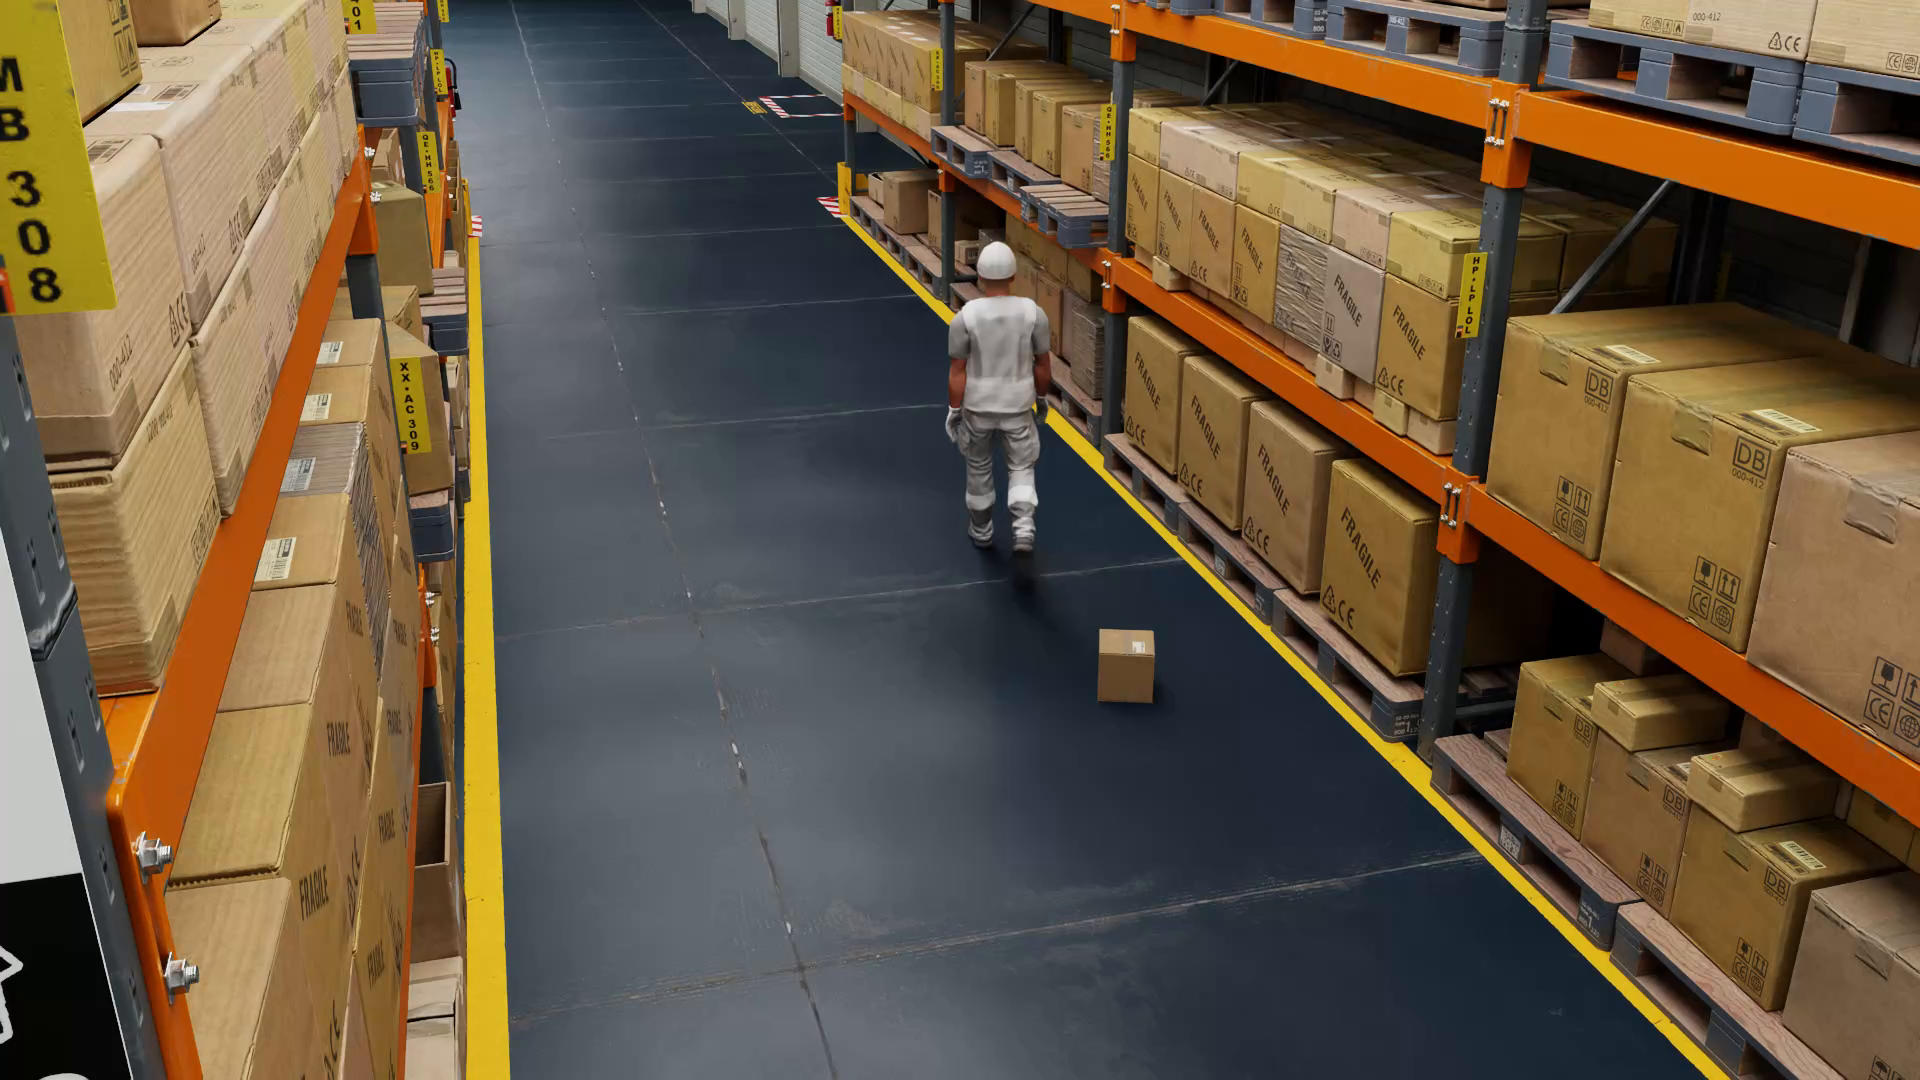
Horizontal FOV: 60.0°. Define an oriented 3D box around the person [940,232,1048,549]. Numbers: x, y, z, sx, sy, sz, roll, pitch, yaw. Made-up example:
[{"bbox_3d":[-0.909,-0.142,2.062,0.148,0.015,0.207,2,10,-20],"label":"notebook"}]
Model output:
[{"bbox_3d":[0.177,-0.775,8.876,0.567,1.781,0.657,-1,23,-3],"label":"person"}]
